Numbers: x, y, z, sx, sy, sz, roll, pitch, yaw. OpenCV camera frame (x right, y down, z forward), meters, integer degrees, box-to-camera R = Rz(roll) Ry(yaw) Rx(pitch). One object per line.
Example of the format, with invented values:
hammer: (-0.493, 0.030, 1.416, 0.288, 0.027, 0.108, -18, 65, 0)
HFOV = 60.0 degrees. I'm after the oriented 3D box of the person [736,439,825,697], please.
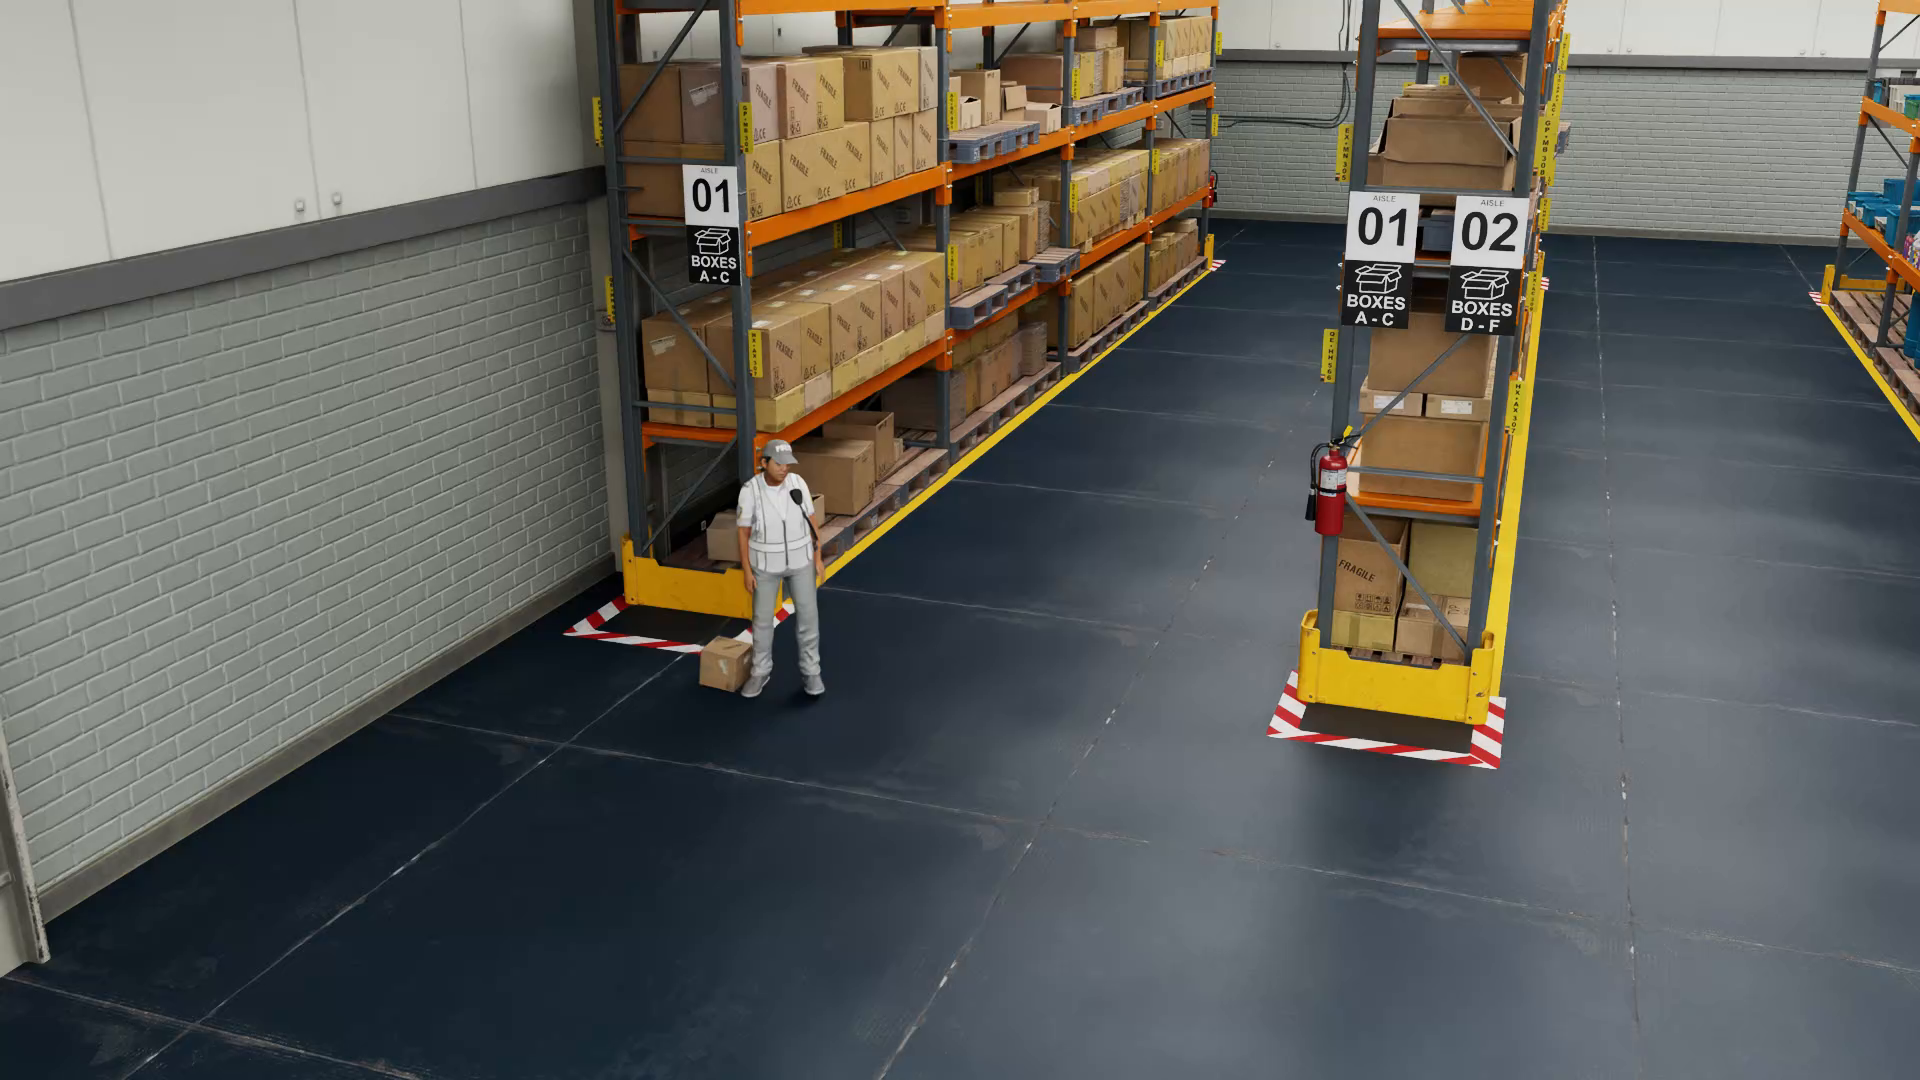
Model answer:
person: (-1.136, 0.178, 10.464, 0.561, 1.672, 0.444, -6, 20, -16)
